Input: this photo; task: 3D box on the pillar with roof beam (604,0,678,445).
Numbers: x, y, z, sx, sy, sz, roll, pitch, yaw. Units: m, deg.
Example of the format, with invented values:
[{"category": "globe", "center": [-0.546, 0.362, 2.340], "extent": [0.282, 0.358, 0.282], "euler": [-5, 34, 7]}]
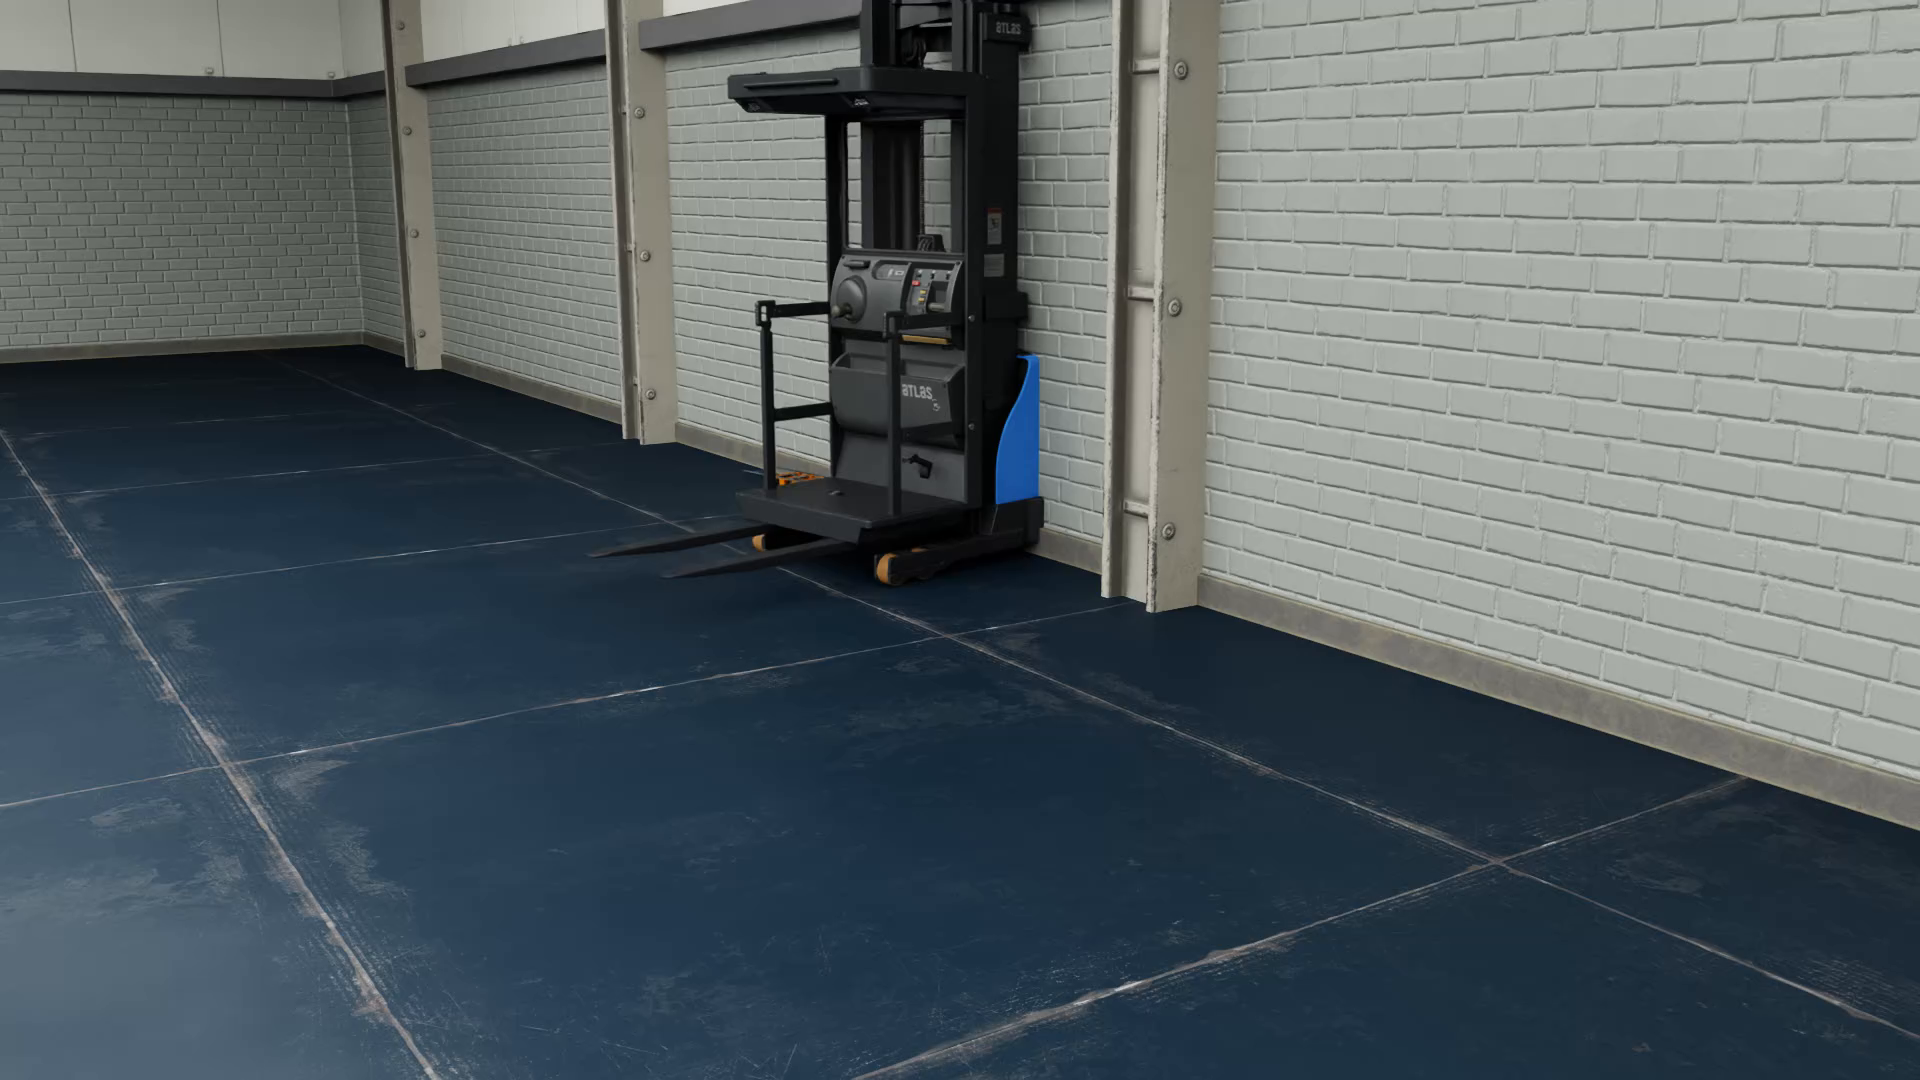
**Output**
[{"category": "pillar with roof beam", "center": [-5.985, -4.665, 9.631], "extent": [9.100, 9.000, 0.400], "euler": [-8, 15, -33]}]

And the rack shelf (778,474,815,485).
[{"category": "rack shelf", "center": [-0.995, -0.304, 10.300], "extent": [0.258, 0.180, 0.103], "euler": [-12, 17, -44]}]

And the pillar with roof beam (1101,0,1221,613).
[{"category": "pillar with roof beam", "center": [-2.660, -3.598, 4.752], "extent": [9.100, 9.000, 0.400], "euler": [-8, 15, -33]}]

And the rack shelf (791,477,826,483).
[{"category": "rack shelf", "center": [-0.910, -0.286, 10.217], "extent": [0.258, 0.180, 0.103], "euler": [-12, 17, -44]}]

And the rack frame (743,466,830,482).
[{"category": "rack frame", "center": [-0.857, -0.364, 10.146], "extent": [0.240, 0.006, 1.200], "euler": [-12, 17, -44]}]

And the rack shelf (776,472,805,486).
[{"category": "rack shelf", "center": [-1.080, -0.323, 10.383], "extent": [0.258, 0.180, 0.103], "euler": [-12, 17, -44]}]

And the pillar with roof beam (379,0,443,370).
[{"category": "pillar with roof beam", "center": [-9.309, -5.732, 14.511], "extent": [9.100, 9.000, 0.400], "euler": [-8, 15, -33]}]

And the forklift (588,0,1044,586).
[{"category": "forklift", "center": [-0.486, -1.323, 8.551], "extent": [3.031, 2.935, 1.130], "euler": [-12, 17, -44]}]

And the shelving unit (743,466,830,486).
[{"category": "shelving unit", "center": [-0.857, -0.275, 10.165], "extent": [0.258, 0.189, 1.200], "euler": [-12, 17, -44]}]
